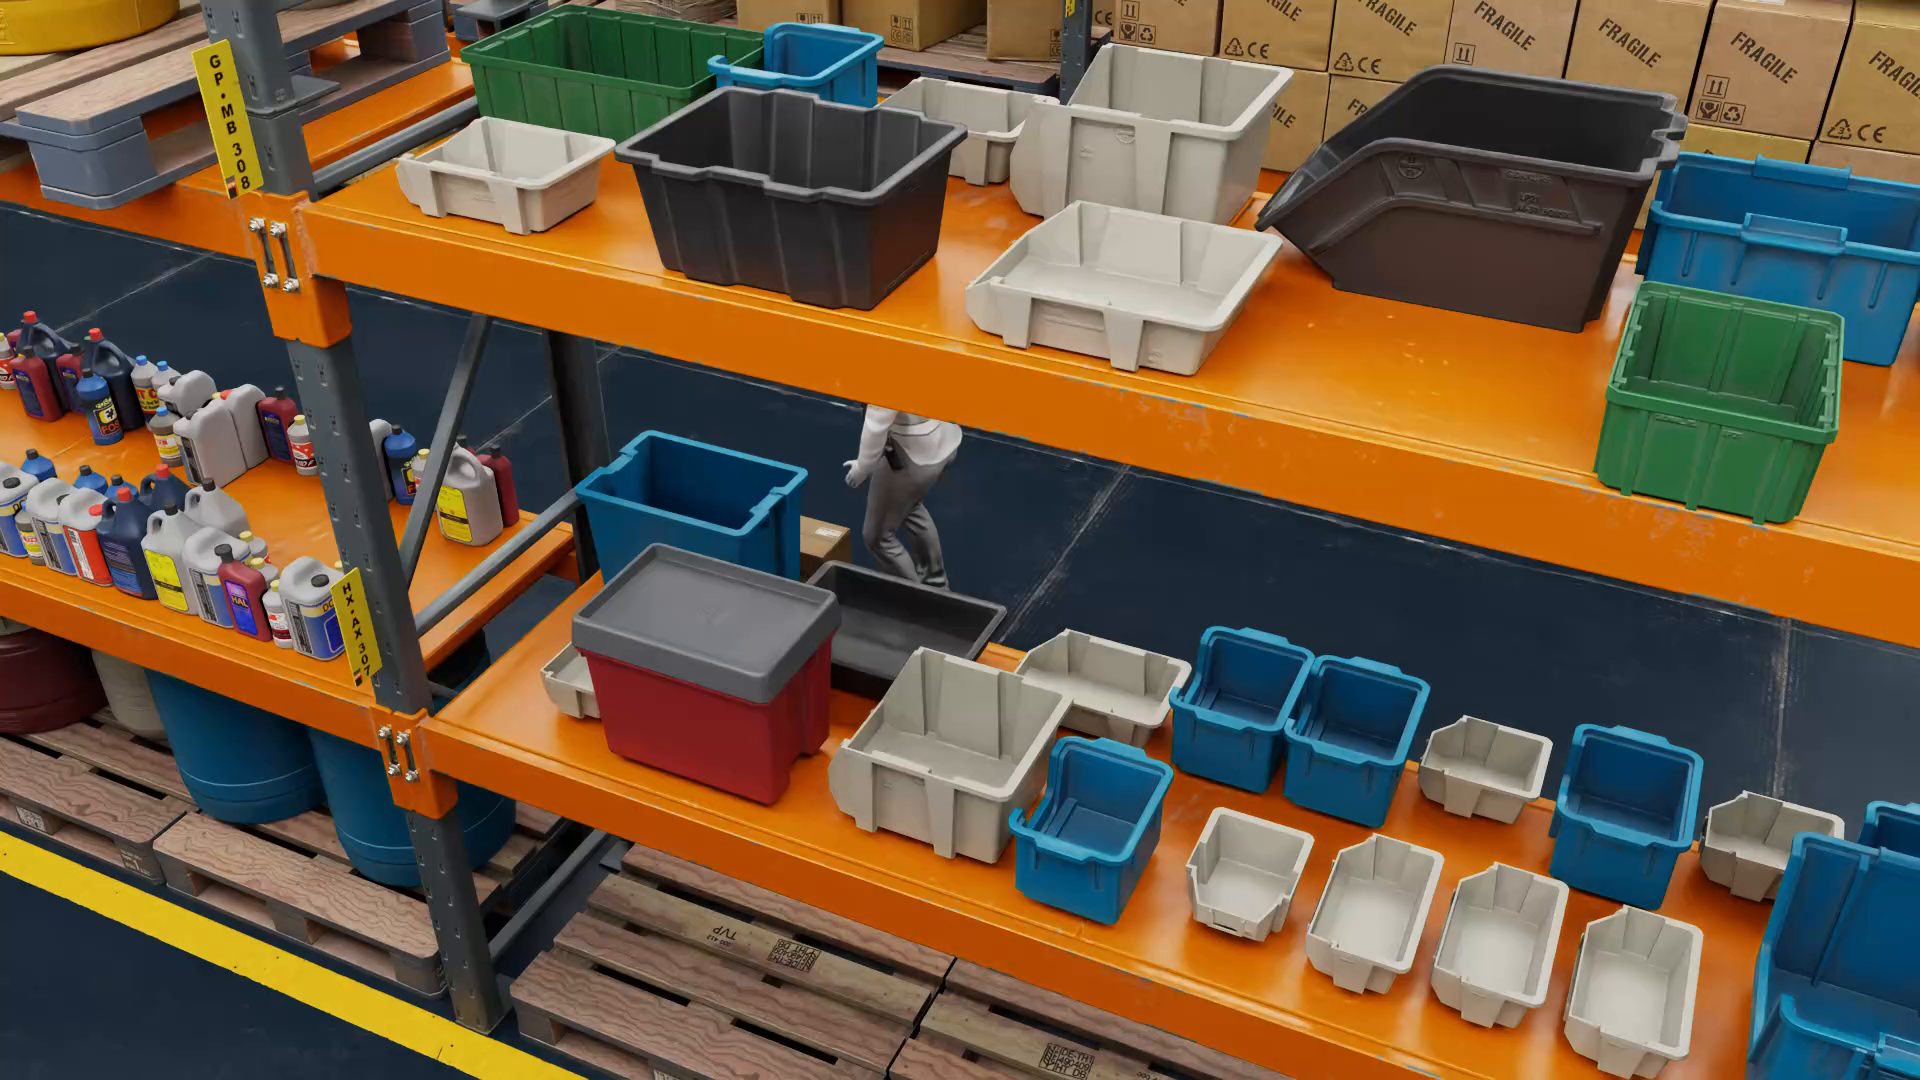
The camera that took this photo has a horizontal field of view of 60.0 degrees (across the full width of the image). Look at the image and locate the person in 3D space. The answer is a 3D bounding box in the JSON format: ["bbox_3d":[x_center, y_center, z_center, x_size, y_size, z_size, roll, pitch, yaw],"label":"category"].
[{"bbox_3d":[-0.239,-0.355,6.716,0.442,1.627,0.500,15,37,22],"label":"person"}]
